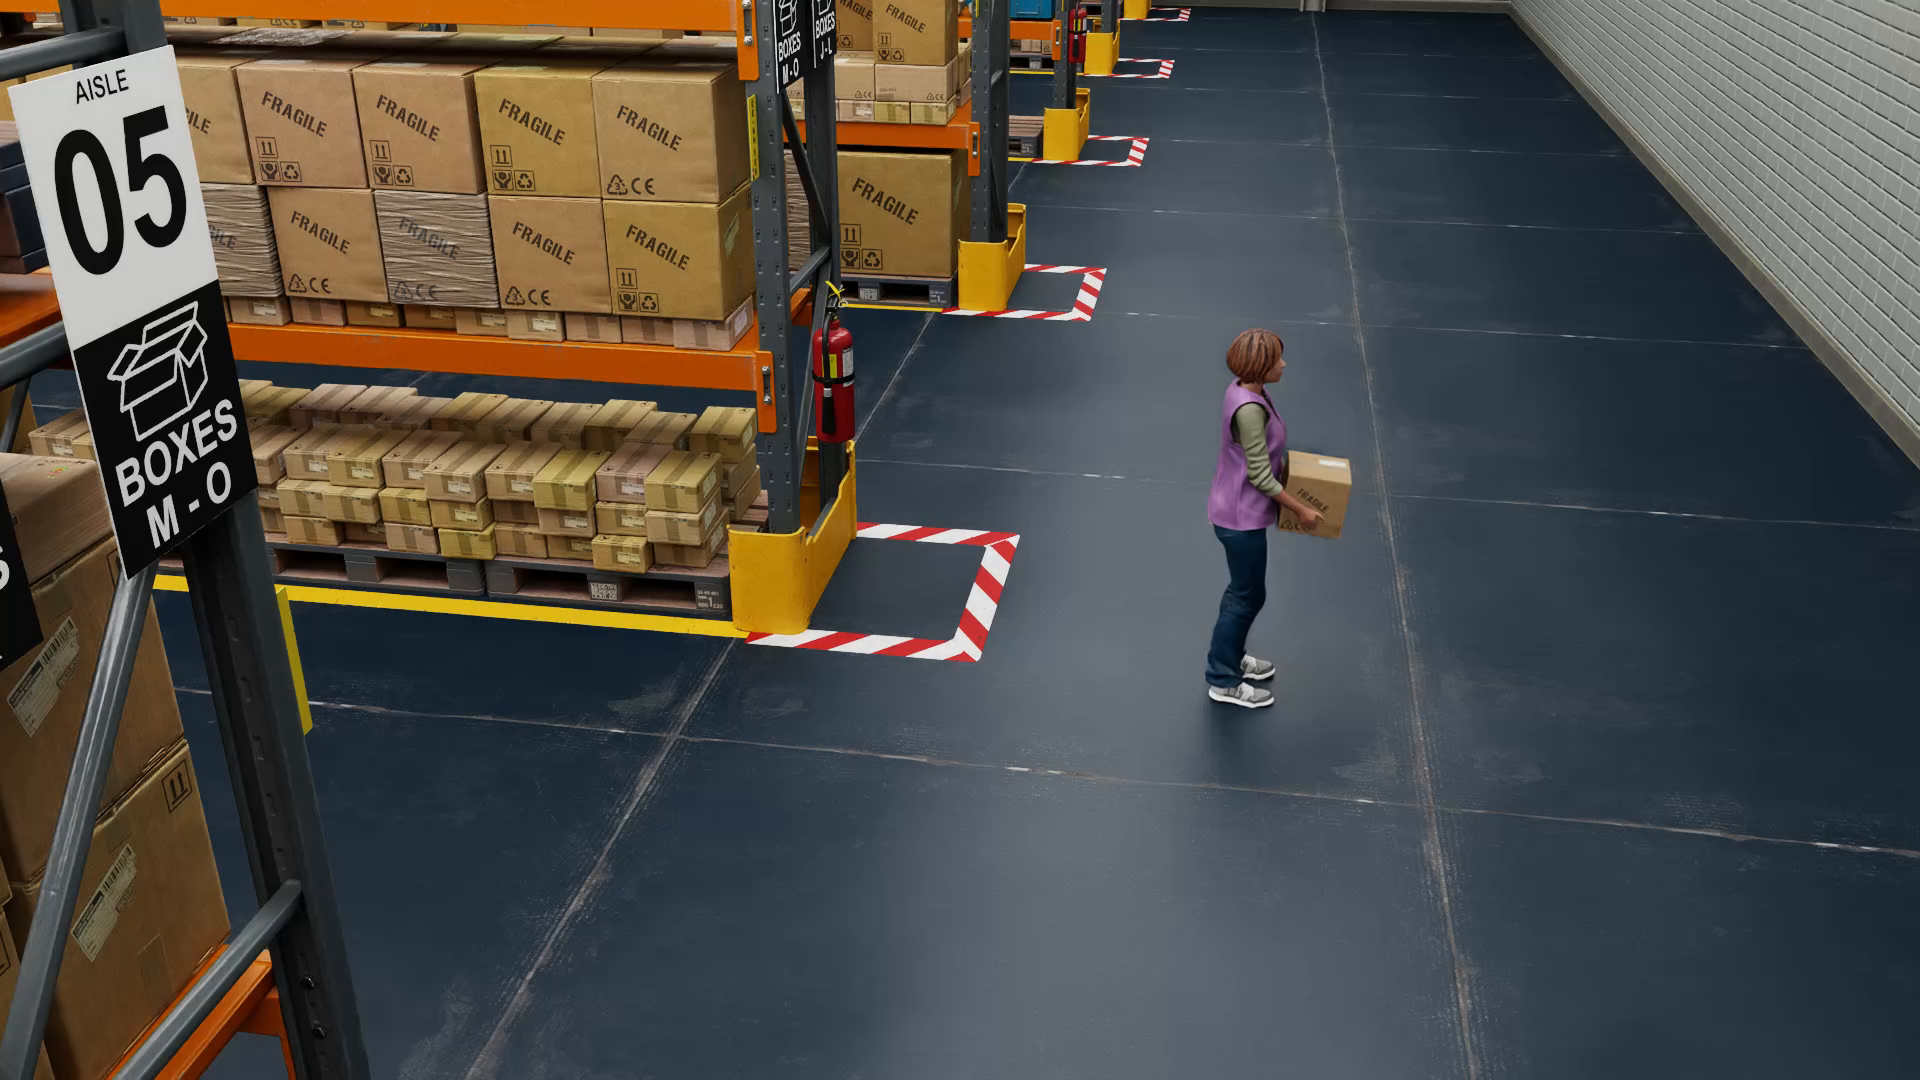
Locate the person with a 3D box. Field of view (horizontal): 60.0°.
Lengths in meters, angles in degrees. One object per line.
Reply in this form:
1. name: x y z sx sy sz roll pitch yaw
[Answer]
1. person: 1.248 -0.092 6.805 0.471 1.602 0.438 4 26 8
